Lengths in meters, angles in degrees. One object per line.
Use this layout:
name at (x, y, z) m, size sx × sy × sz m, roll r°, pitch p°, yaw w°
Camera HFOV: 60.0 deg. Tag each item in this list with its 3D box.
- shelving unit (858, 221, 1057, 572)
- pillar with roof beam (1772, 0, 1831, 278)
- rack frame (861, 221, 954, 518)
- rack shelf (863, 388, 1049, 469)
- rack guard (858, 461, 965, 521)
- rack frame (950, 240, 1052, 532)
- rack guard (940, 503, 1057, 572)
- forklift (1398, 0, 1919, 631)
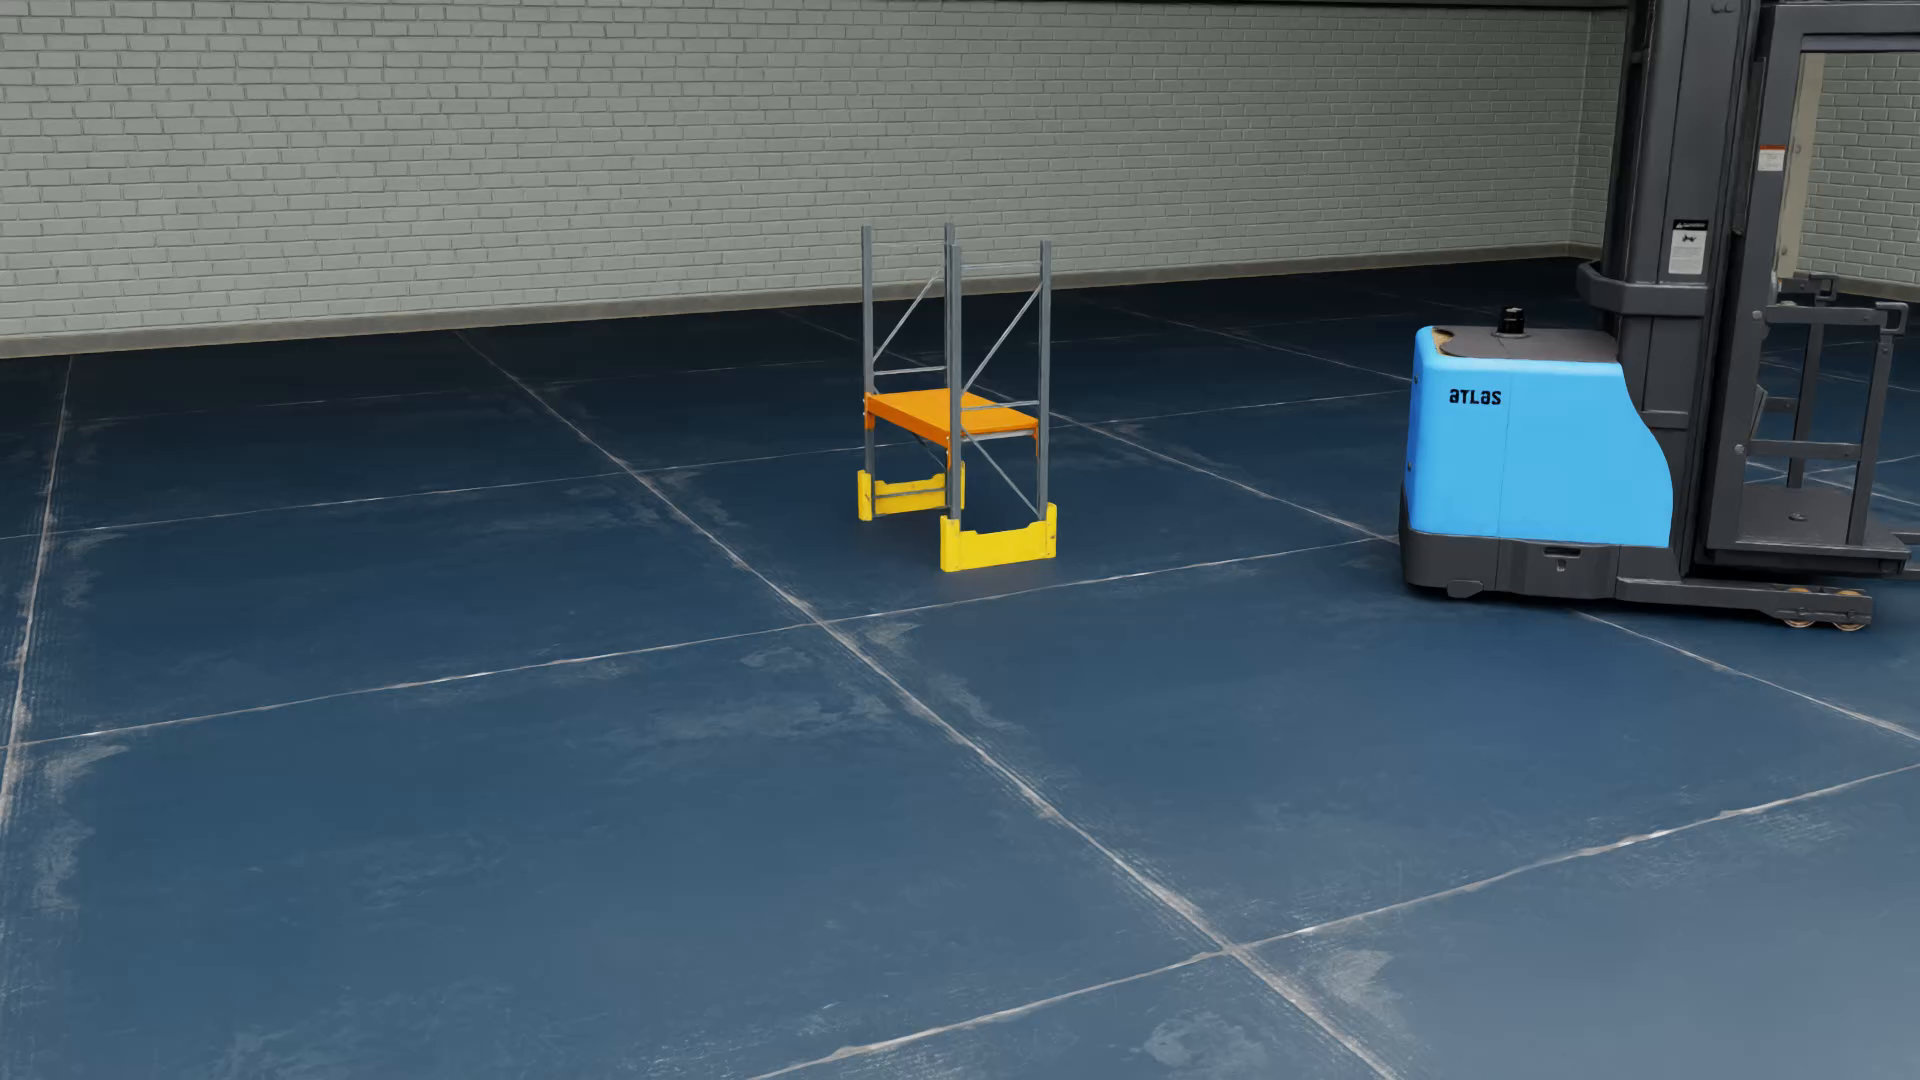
shelving unit at (-0.033, -0.740, 8.110) m, size 0.587 × 1.500 × 1.083 m, roll -8°, pitch 18°, yaw -25°
pillar with roof beam at (4.760, -6.535, 14.708) m, size 9.100 × 9.000 × 0.400 m, roll -8°, pitch 18°, yaw -25°
rack frame at (-0.260, -0.868, 8.557) m, size 0.500 × 1.500 × 0.032 m, roll -8°, pitch 18°, yaw -25°
rack shelf at (-0.037, -0.569, 8.167) m, size 0.538 × 0.185 × 1.000 m, roll -8°, pitch 18°, yaw -25°
rack guard at (-0.252, -0.263, 8.712) m, size 0.587 × 0.250 × 0.087 m, roll -8°, pitch 18°, yaw -25°
rack frame at (0.185, -0.616, 7.678) m, size 0.500 × 1.500 × 0.032 m, roll -8°, pitch 18°, yaw -25°
rack guard at (0.185, -0.016, 7.852) m, size 0.587 × 0.250 × 0.087 m, roll -8°, pitch 18°, yaw -25°
forklift at (3.543, -1.190, 7.085) m, size 3.031 × 2.935 × 1.130 m, roll 4°, pitch 16°, yaw 12°
